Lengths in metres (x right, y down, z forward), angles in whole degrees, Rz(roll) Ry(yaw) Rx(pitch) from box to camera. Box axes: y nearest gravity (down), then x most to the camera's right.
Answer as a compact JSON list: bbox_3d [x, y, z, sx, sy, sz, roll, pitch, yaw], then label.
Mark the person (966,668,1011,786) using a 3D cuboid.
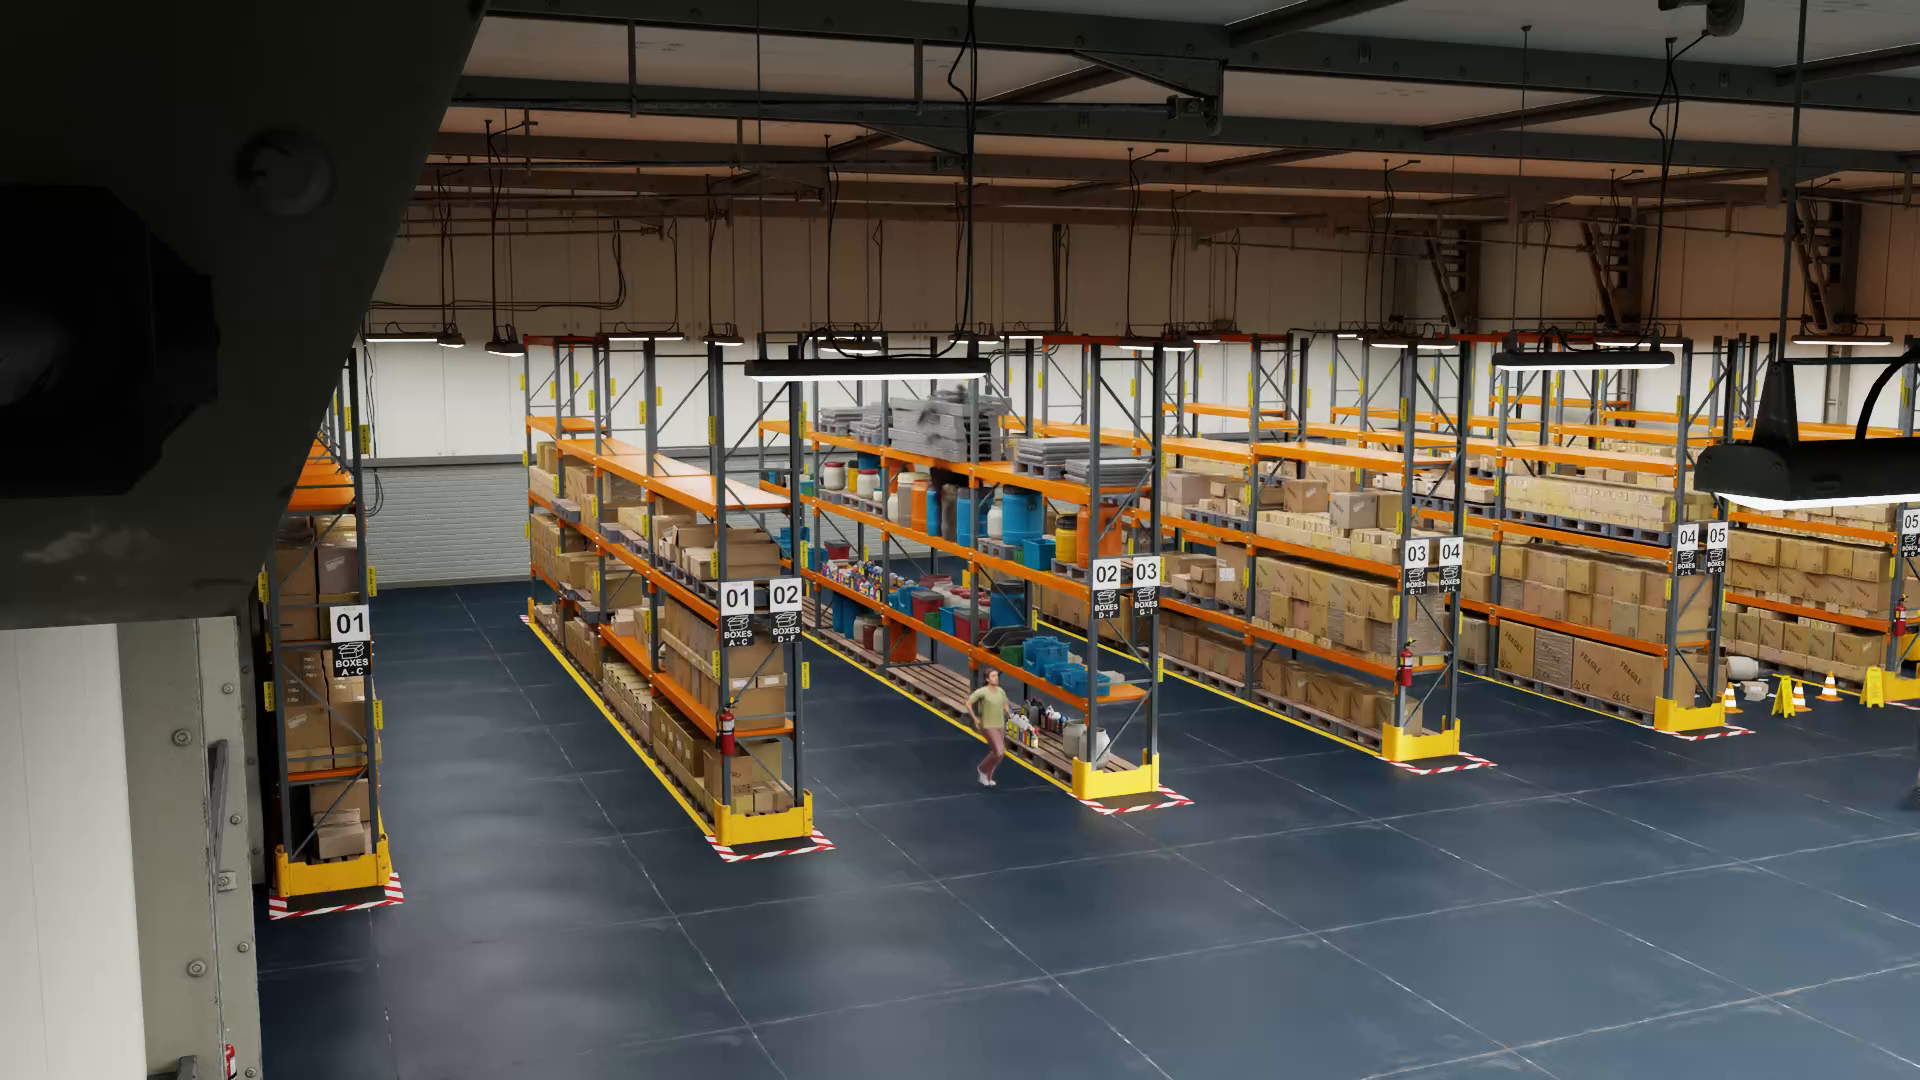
[{"bbox_3d":[0.450,2.519,22.268,0.561,1.629,0.595,-7,10,-41],"label":"person"}]
